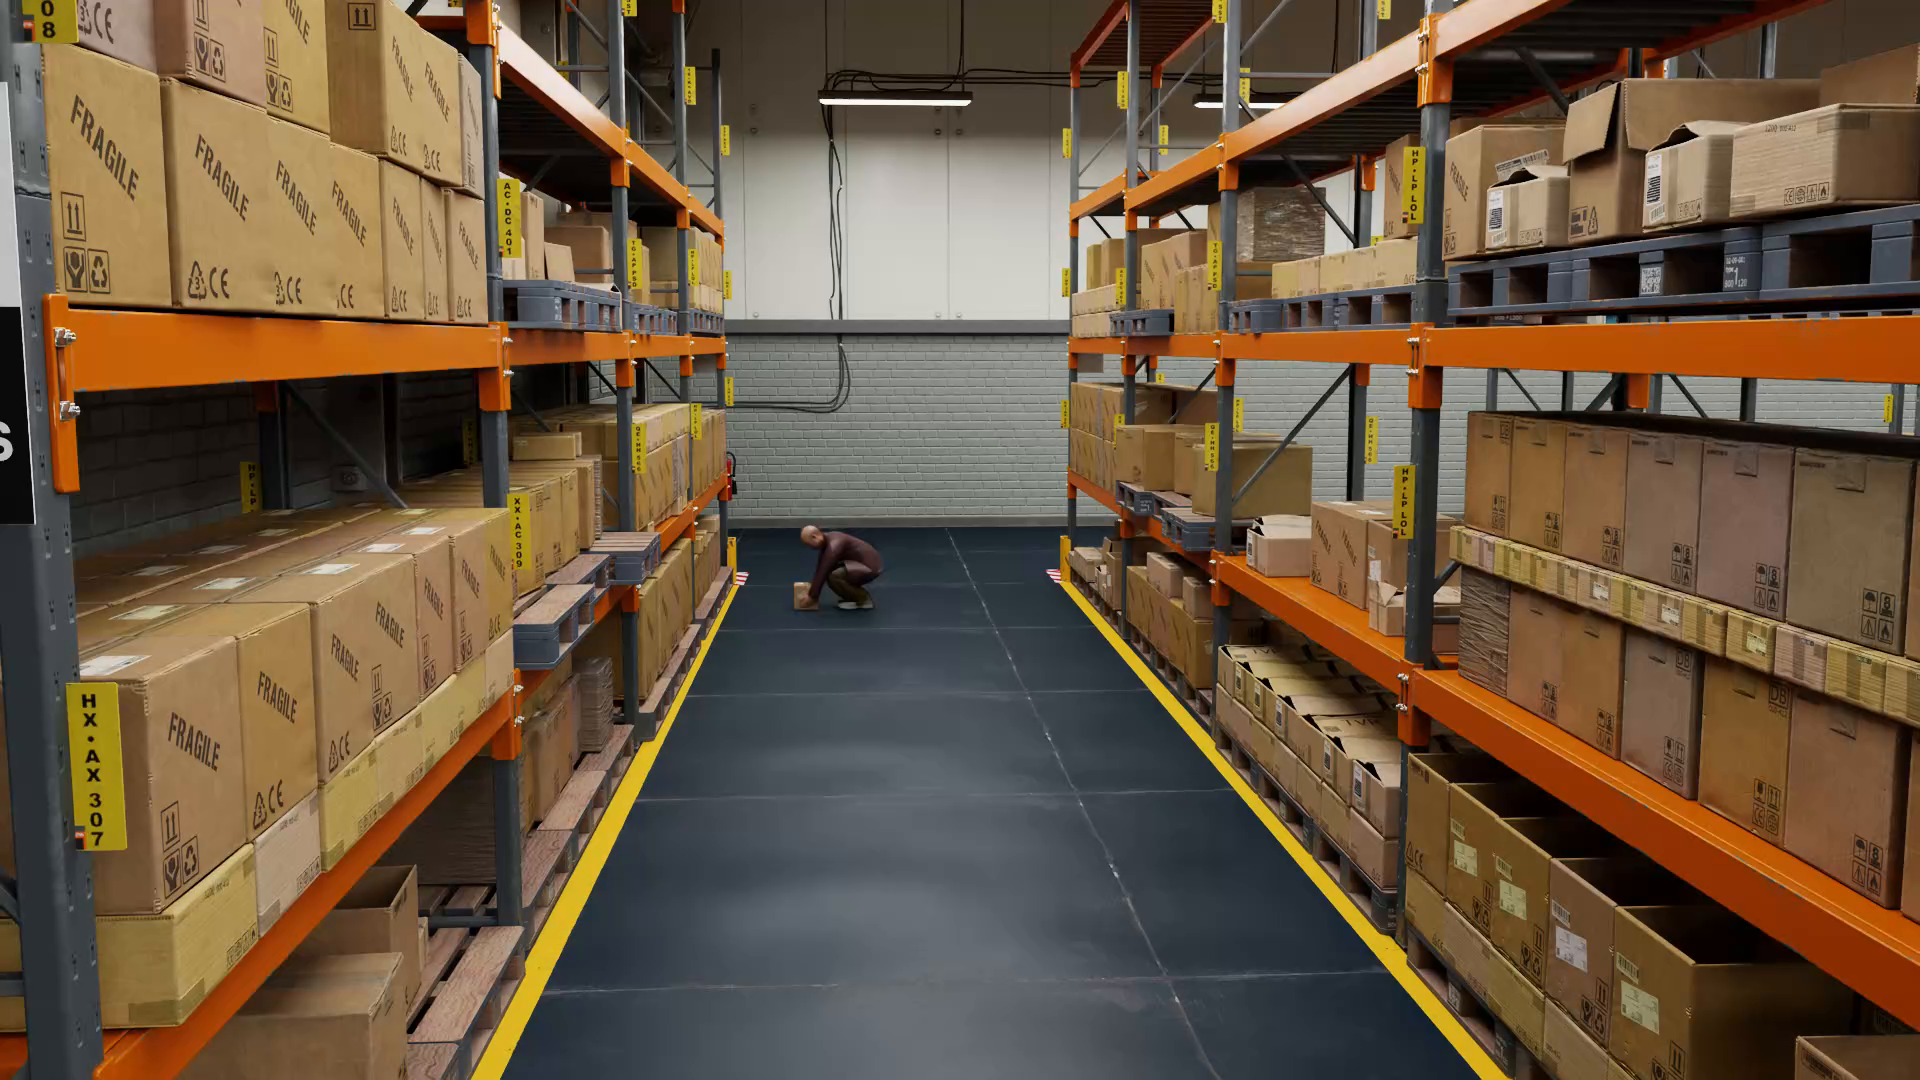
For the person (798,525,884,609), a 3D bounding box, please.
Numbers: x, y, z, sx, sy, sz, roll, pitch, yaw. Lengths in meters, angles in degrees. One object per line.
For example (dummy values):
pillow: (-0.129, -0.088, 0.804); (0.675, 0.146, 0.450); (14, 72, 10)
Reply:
person: (-1.242, 0.315, 17.359); (0.903, 0.822, 0.599); (0, 7, -4)
